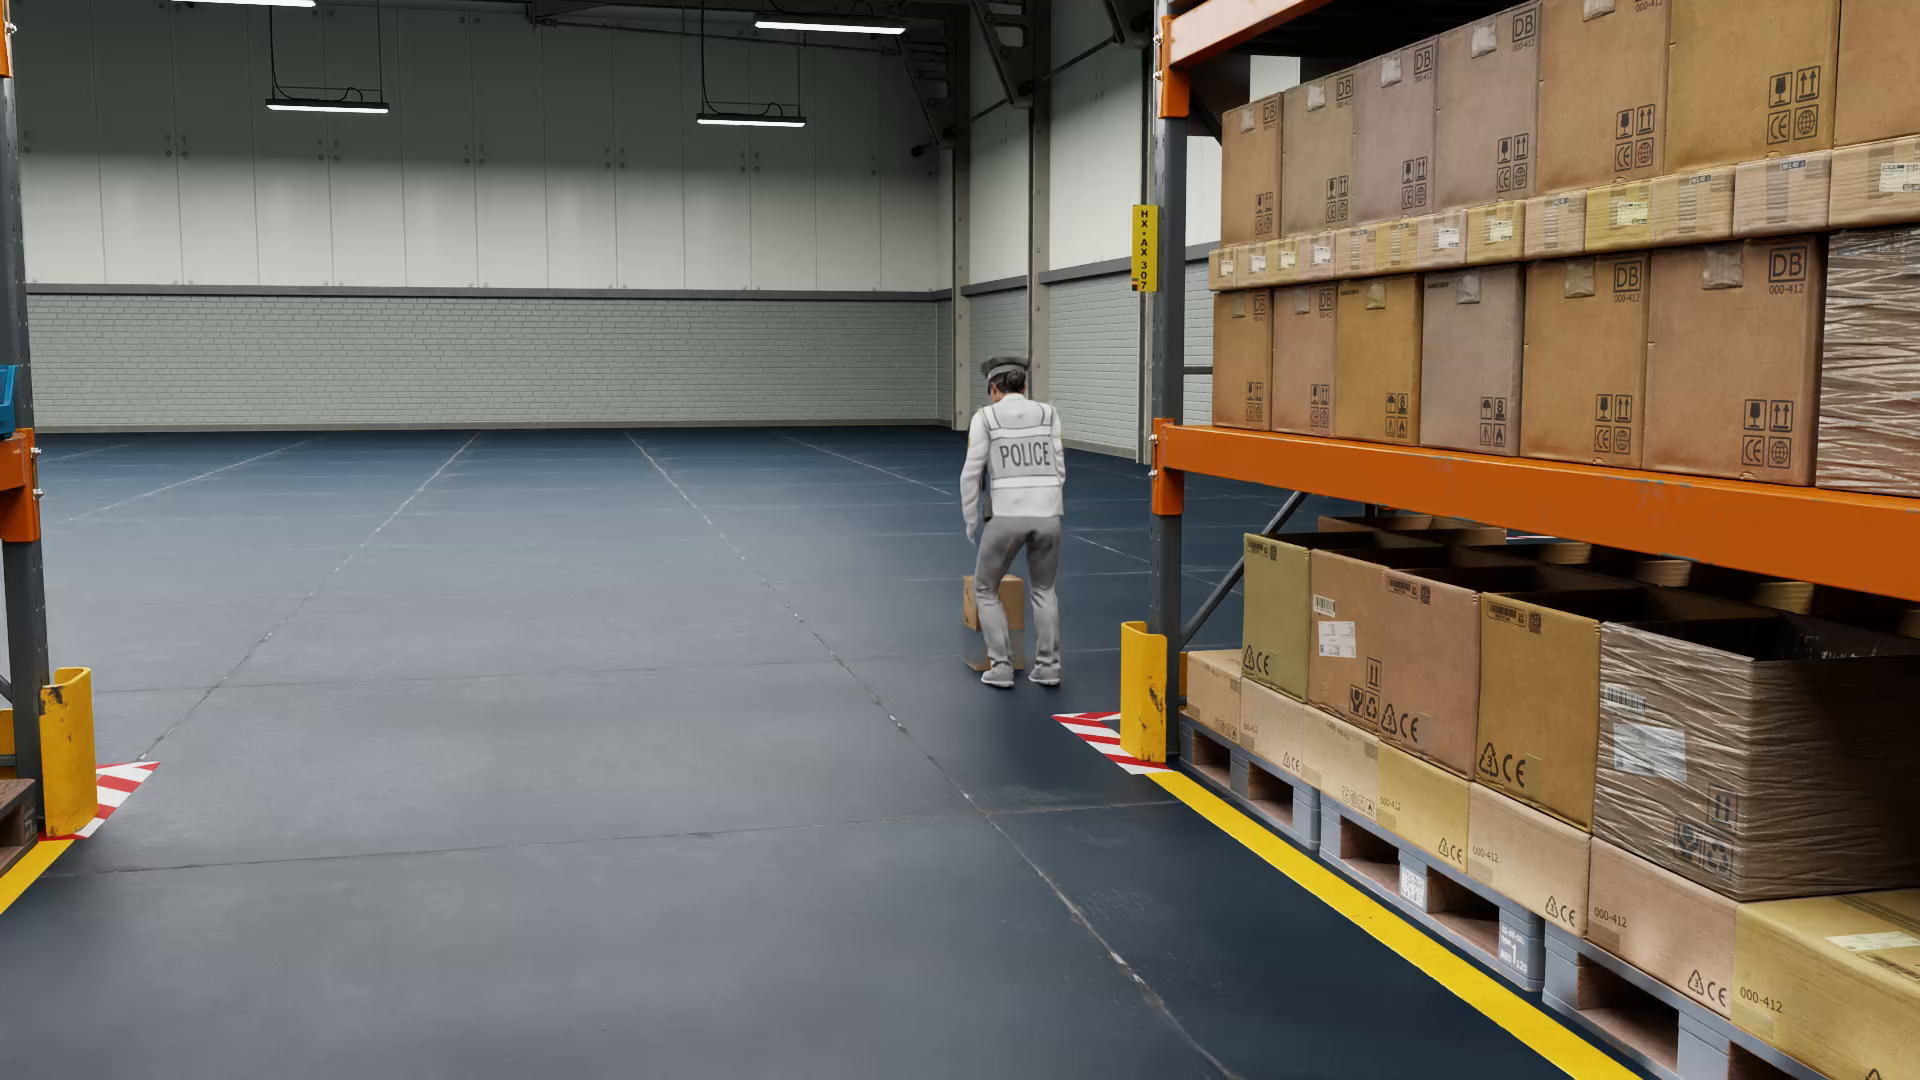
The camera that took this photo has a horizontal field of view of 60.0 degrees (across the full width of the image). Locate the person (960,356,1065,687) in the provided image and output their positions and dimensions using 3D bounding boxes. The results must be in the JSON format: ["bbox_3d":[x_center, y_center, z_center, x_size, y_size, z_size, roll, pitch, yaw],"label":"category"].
[{"bbox_3d":[0.253,-0.087,7.939,0.516,1.576,0.526,-1,6,-12],"label":"person"}]
